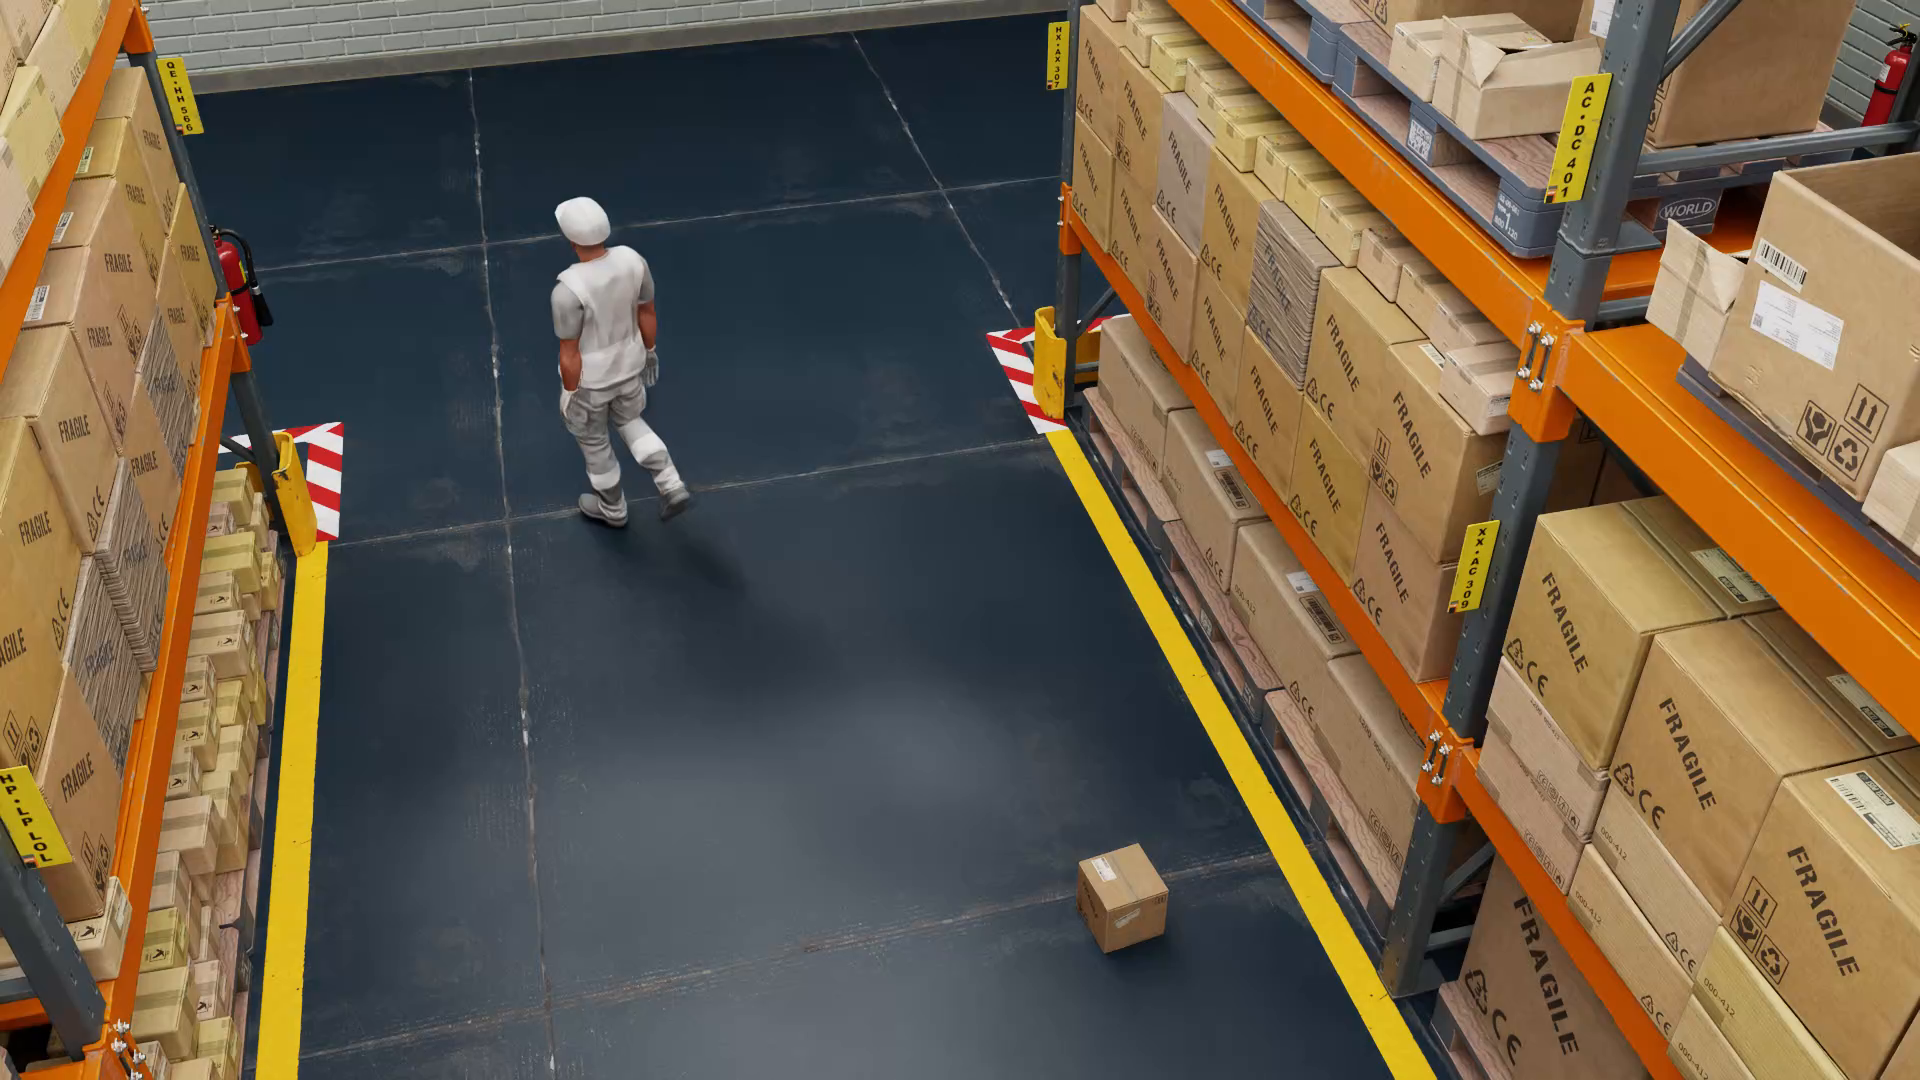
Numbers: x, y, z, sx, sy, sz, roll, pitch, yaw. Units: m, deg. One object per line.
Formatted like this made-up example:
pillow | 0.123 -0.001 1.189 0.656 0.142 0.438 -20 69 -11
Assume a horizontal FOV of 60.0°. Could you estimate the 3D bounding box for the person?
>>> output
person | -1.607 -0.768 7.654 0.672 1.777 0.549 29 46 32
